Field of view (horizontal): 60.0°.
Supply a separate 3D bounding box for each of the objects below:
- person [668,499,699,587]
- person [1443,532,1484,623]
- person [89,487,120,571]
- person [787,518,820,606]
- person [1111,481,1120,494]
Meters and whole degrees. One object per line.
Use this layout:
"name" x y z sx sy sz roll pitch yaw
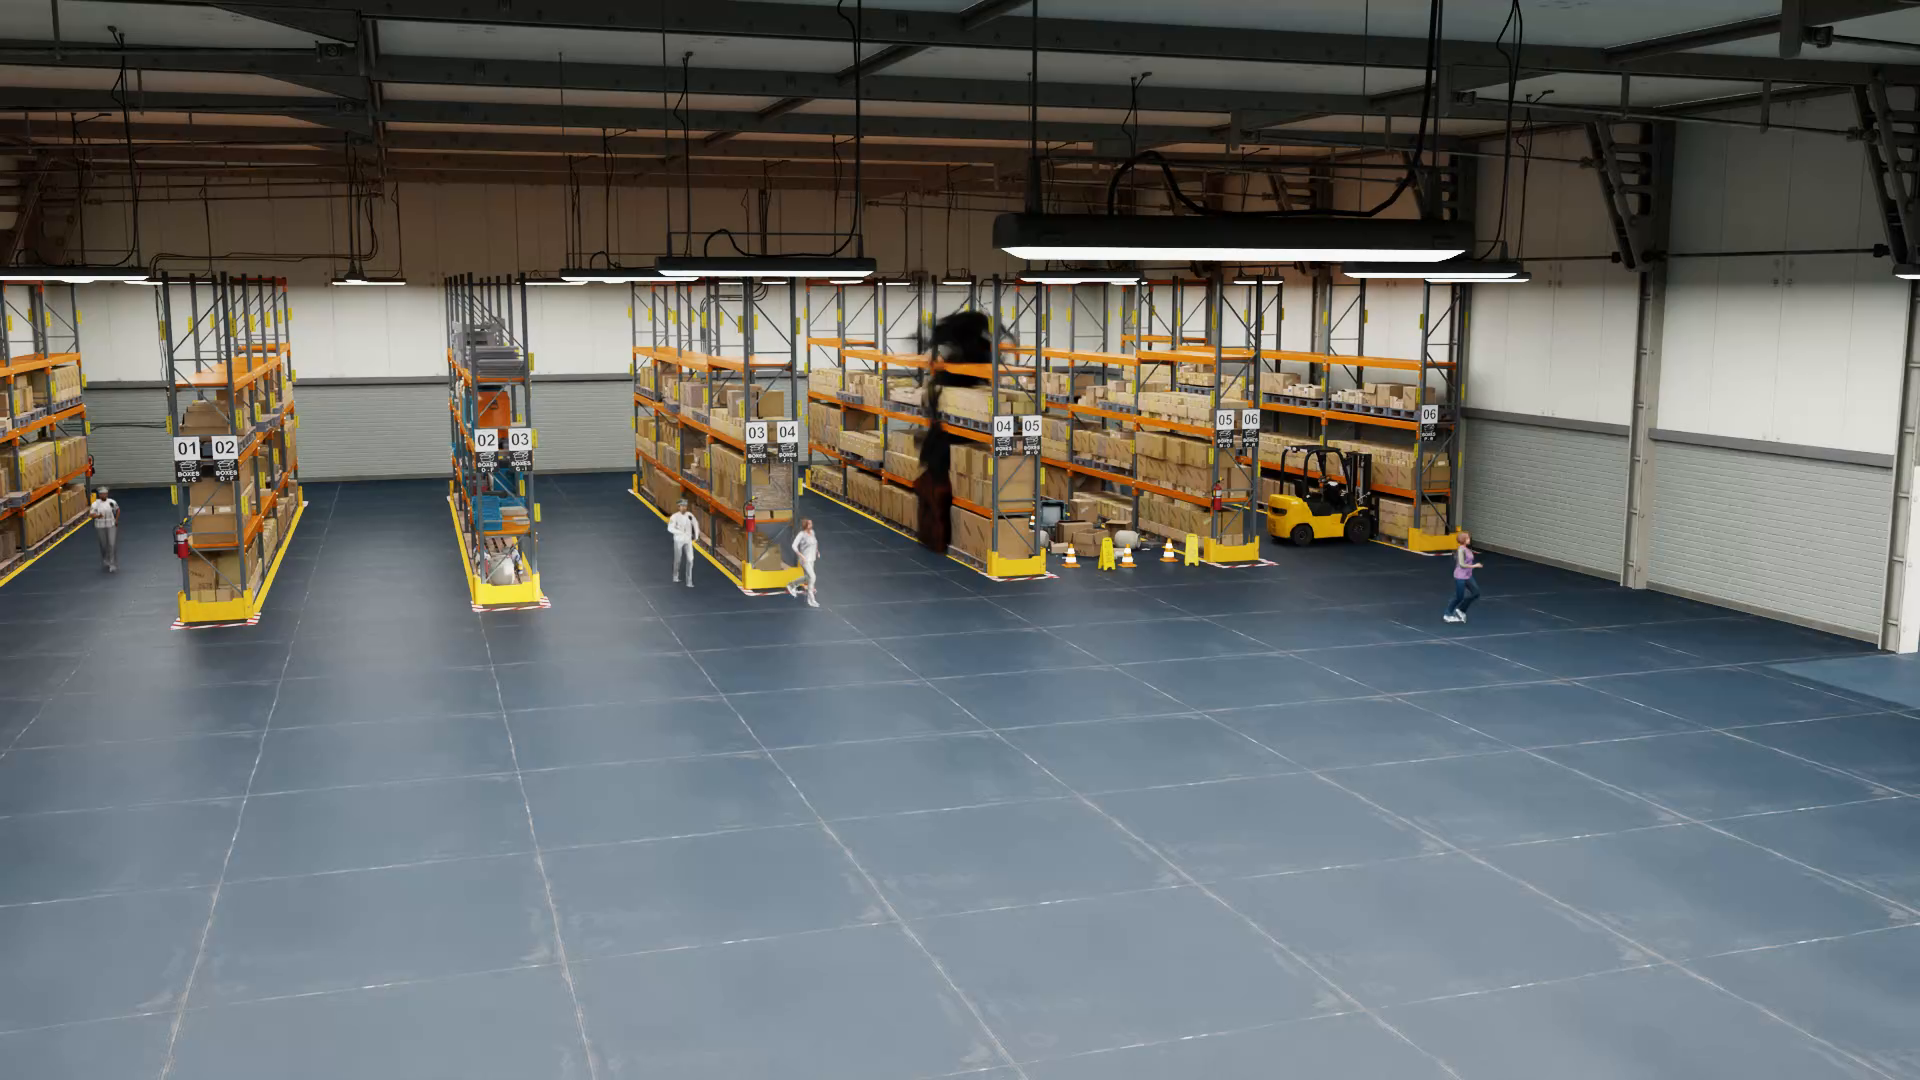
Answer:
"person" -5.345 0.058 32.200 0.640 1.757 0.716 -4 9 -22
"person" 8.636 0.648 28.485 0.644 1.578 0.510 6 11 35
"person" -17.419 -0.253 33.920 0.575 1.696 0.909 -5 10 -28
"person" -2.860 0.384 30.308 0.733 1.610 0.537 5 10 31
"person" 4.229 -1.913 45.125 0.641 1.802 0.730 -3 9 -21
